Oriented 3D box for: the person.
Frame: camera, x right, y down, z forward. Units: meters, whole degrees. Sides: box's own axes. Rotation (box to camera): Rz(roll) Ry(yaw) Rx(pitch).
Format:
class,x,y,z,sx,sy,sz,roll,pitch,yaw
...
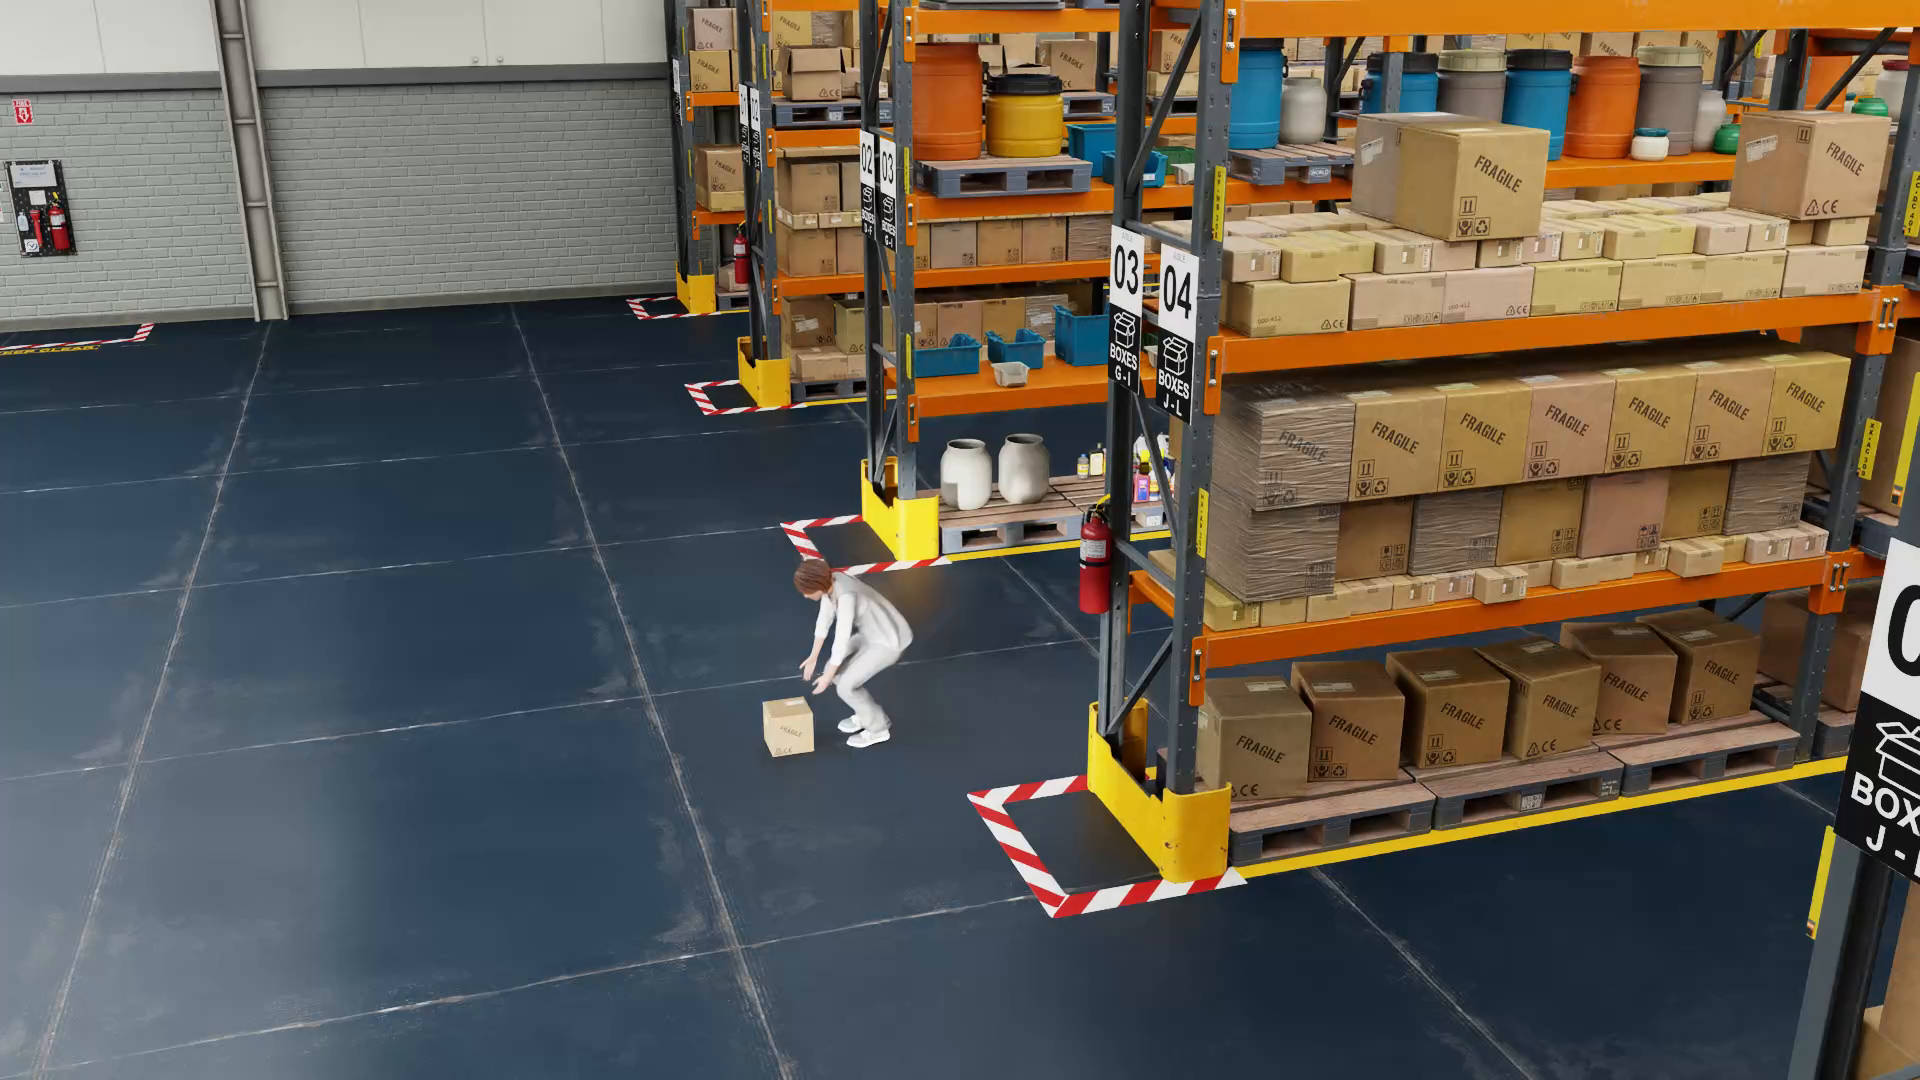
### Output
class,x,y,z,sx,sy,sz,roll,pitch,yaw
person,-0.623,0.649,9.878,0.714,1.186,0.463,-6,20,-17
